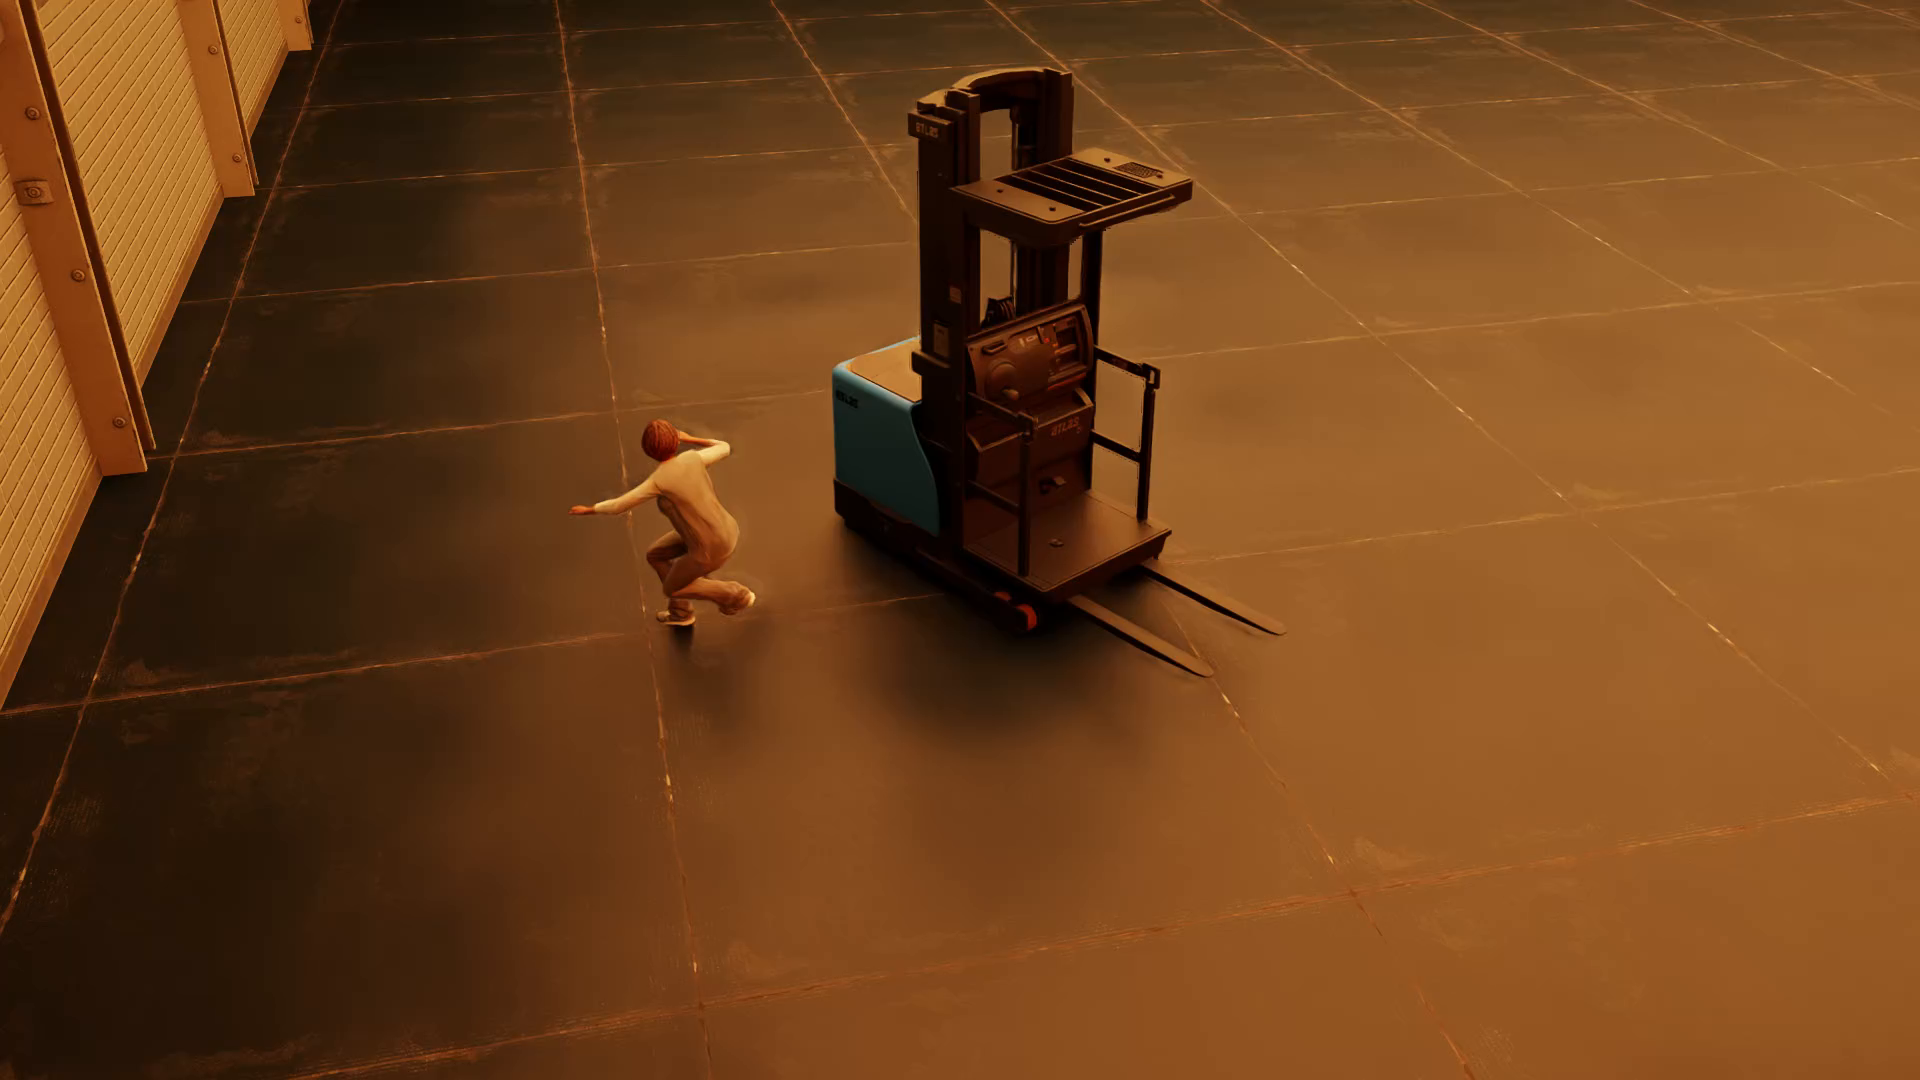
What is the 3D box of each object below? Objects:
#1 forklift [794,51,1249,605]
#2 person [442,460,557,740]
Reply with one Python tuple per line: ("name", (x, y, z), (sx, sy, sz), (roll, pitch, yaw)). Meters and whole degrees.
("forklift", (0.504, -1.446, 10.072), (3.031, 2.935, 1.130), (-19, 35, -29))
("person", (-2.350, 0.307, 8.410), (0.447, 1.573, 0.608), (22, 37, 33))
